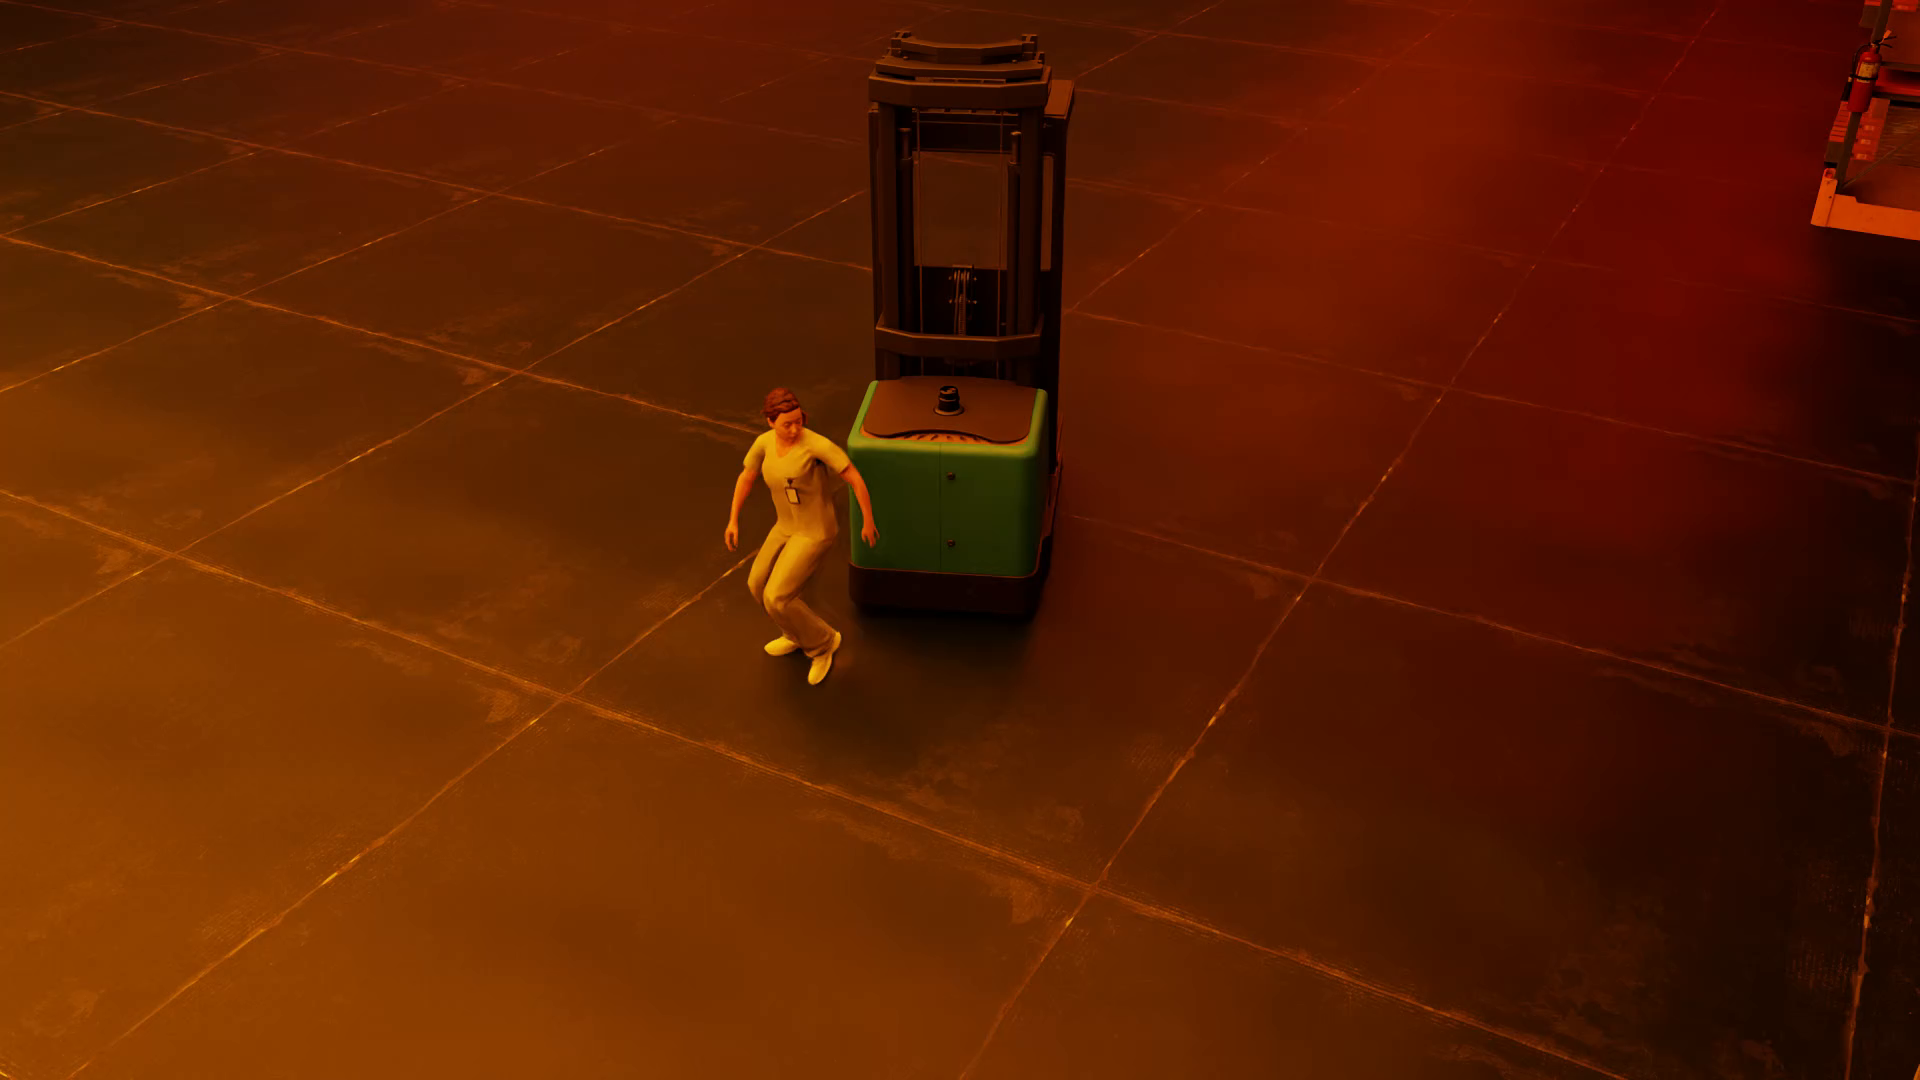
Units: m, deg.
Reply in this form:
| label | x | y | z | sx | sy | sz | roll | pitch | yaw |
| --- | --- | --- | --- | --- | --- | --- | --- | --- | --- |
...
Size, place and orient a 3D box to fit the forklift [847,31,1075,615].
| label | x | y | z | sx | sy | sz | roll | pitch | yaw |
| --- | --- | --- | --- | --- | --- | --- | --- | --- | --- |
| forklift | 0.072 | -1.572 | 9.794 | 1.130 | 2.935 | 3.031 | 3 | 30 | 6 |

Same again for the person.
| label | x | y | z | sx | sy | sz | roll | pitch | yaw |
| --- | --- | --- | --- | --- | --- | --- | --- | --- | --- |
| person | -0.839 | -0.031 | 8.478 | 0.607 | 1.580 | 0.661 | -23 | 37 | -34 |
